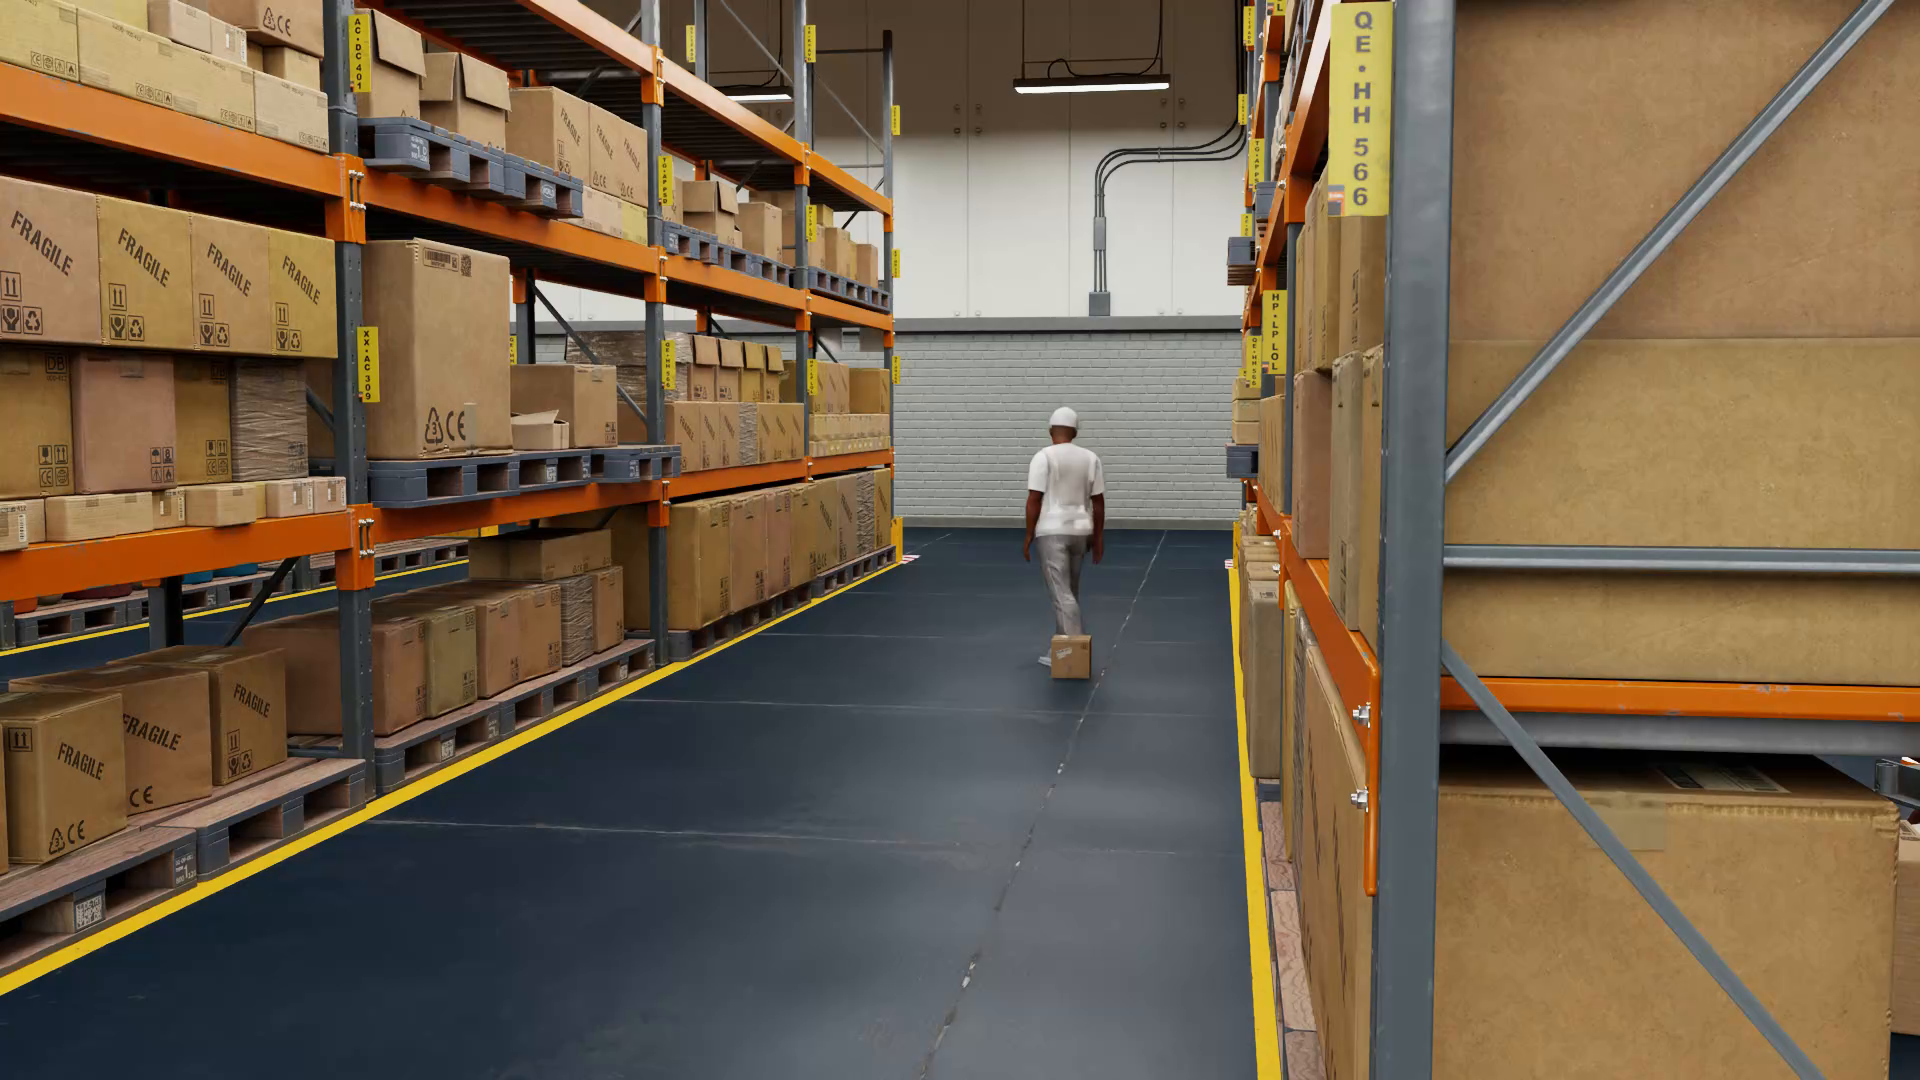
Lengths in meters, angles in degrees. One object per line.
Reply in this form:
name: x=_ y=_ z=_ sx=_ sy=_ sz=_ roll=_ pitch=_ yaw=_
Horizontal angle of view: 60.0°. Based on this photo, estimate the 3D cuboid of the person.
person: x=0.710 y=-0.017 z=11.272 sx=0.595 sy=1.762 sz=0.610 roll=-3 pitch=5 yaw=-33
